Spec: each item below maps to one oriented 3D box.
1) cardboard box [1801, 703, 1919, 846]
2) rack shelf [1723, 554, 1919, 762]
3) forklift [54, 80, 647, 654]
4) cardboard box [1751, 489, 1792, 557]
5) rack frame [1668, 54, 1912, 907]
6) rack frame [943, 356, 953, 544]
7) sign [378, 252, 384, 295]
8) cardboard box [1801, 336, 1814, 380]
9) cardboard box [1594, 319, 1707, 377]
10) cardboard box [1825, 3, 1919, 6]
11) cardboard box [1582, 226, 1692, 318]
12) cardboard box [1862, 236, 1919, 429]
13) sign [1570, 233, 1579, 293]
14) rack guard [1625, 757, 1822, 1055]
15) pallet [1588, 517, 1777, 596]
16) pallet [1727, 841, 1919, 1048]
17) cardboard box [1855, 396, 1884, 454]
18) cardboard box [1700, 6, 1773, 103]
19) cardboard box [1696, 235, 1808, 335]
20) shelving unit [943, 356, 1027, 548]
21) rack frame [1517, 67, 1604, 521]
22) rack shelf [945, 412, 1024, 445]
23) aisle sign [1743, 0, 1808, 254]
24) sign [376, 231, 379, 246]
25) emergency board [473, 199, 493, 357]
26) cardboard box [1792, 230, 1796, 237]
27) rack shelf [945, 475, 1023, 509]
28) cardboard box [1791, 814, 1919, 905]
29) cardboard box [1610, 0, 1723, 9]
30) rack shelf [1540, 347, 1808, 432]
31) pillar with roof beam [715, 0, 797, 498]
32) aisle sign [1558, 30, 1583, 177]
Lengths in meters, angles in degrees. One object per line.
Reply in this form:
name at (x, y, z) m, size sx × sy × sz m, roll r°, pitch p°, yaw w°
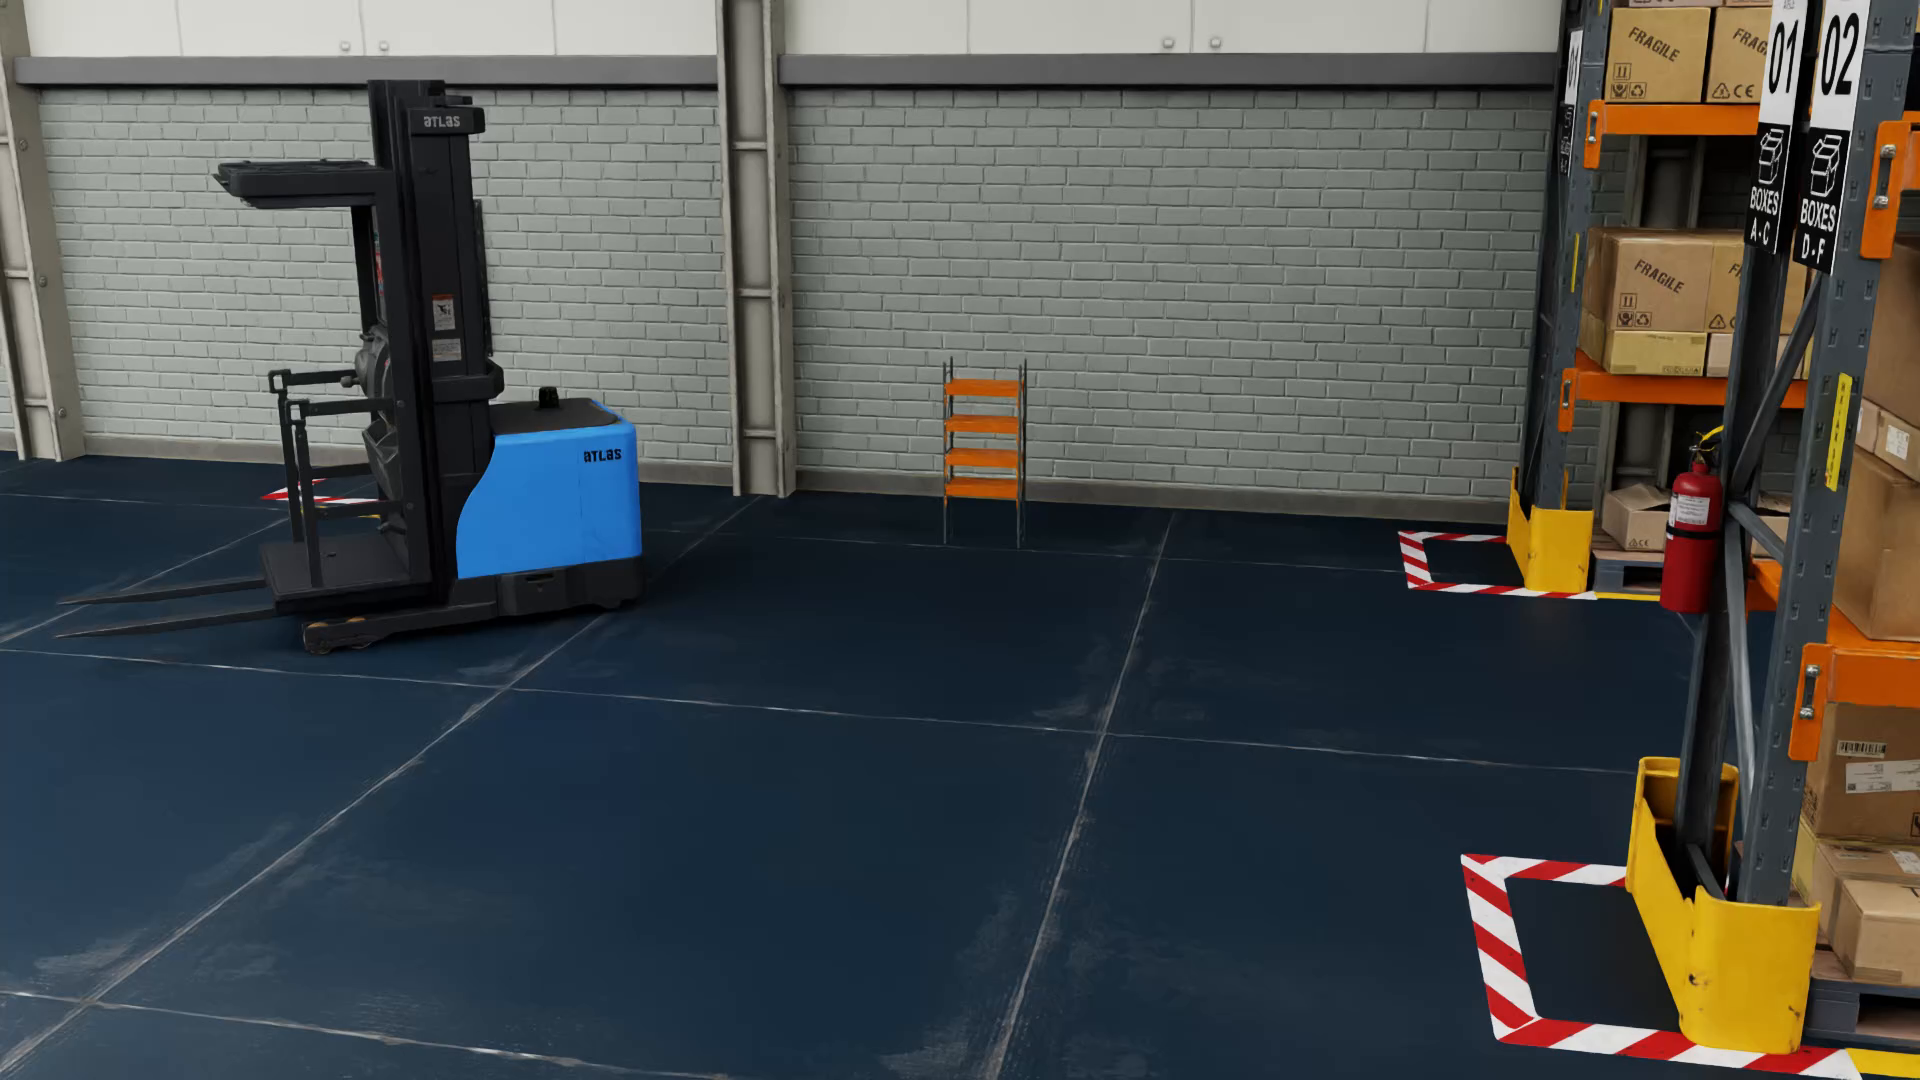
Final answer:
cardboard box at (3.187, 0.717, 5.746) m, size 0.500 × 0.500 × 0.500 m, roll 3°, pitch 16°, yaw 11°
rack shelf at (4.562, 0.458, 5.069) m, size 4.000 × 0.370 × 1.077 m, roll 3°, pitch 16°, yaw 11°
forklift at (-3.365, -0.968, 8.997) m, size 3.031 × 2.935 × 1.130 m, roll -8°, pitch 17°, yaw -25°
cardboard box at (4.805, -0.117, 10.009) m, size 0.500 × 0.311 × 0.500 m, roll 4°, pitch 16°, yaw 16°
rack frame at (2.602, 0.004, 5.357) m, size 0.127 × 3.000 × 1.000 m, roll 3°, pitch 16°, yaw 11°
rack frame at (-0.077, -0.582, 10.847) m, size 0.015 × 1.200 × 0.240 m, roll 3°, pitch 16°, yaw 11°
sign at (-4.371, -2.015, 12.580) m, size 0.234 × 0.329 × 0.001 m, roll 3°, pitch 16°, yaw 11°
cardboard box at (5.010, -1.067, 9.470) m, size 0.500 × 0.250 × 0.500 m, roll 3°, pitch 16°, yaw 10°
cardboard box at (4.001, -1.120, 9.659) m, size 0.500 × 0.250 × 0.500 m, roll 3°, pitch 16°, yaw 9°
cardboard box at (4.901, -3.129, 8.950) m, size 0.500 × 0.500 × 0.500 m, roll 4°, pitch 16°, yaw 13°
cardboard box at (4.090, -1.621, 10.063) m, size 0.500 × 0.500 × 0.500 m, roll 3°, pitch 16°, yaw 10°
cardboard box at (3.109, -0.638, 5.058) m, size 0.500 × 0.500 × 0.700 m, roll 3°, pitch 16°, yaw 11°
sign at (3.478, -1.567, 9.408) m, size 0.005 × 0.325 × 0.100 m, roll 3°, pitch 16°, yaw 11°
rack guard at (2.579, 1.208, 5.695) m, size 0.348 × 0.500 × 1.175 m, roll 3°, pitch 16°, yaw 11°
pallet at (4.449, 0.109, 10.204) m, size 1.213 × 0.211 × 1.003 m, roll 3°, pitch 16°, yaw 11°
pallet at (3.360, 1.378, 5.622) m, size 1.213 × 0.211 × 1.003 m, roll 3°, pitch 16°, yaw 11°
cardboard box at (3.015, -0.386, 5.363) m, size 0.250 × 0.149 × 0.380 m, roll 3°, pitch 16°, yaw 10°
cardboard box at (4.383, -2.674, 9.182) m, size 0.500 × 0.500 × 0.500 m, roll 4°, pitch 16°, yaw 15°
cardboard box at (4.476, -1.457, 9.473) m, size 0.500 × 0.500 × 0.500 m, roll 3°, pitch 16°, yaw 11°
shelving unit at (0.162, -0.569, 10.800) m, size 0.503 × 1.200 × 0.258 m, roll 3°, pitch 16°, yaw 11°
rack frame at (3.586, -1.292, 10.036) m, size 0.127 × 3.000 × 1.000 m, roll 3°, pitch 16°, yaw 11°
rack shelf at (0.162, -0.720, 10.758) m, size 0.480 × 0.148 × 0.258 m, roll 3°, pitch 16°, yaw 11°
aisle sign at (2.596, -1.329, 5.300) m, size 0.004 × 0.787 × 0.394 m, roll 3°, pitch 16°, yaw 11°
sign at (-4.368, -2.268, 12.500) m, size 0.331 × 0.109 × 0.001 m, roll 3°, pitch 16°, yaw 11°
emergency board at (-3.850, -1.941, 12.381) m, size 0.643 × 1.169 × 0.194 m, roll 3°, pitch 16°, yaw 11°
cardboard box at (5.089, -1.565, 9.862) m, size 0.500 × 0.500 × 0.500 m, roll 3°, pitch 16°, yaw 10°
rack shelf at (0.162, -0.313, 10.871) m, size 0.480 × 0.148 × 0.258 m, roll 3°, pitch 16°, yaw 11°
cardboard box at (3.187, 1.078, 5.844) m, size 0.500 × 0.250 × 0.500 m, roll 3°, pitch 16°, yaw 11°
cardboard box at (3.915, -3.193, 9.183) m, size 0.500 × 0.500 × 0.500 m, roll 2°, pitch 16°, yaw 7°
rack shelf at (5.546, -0.838, 9.748) m, size 4.000 × 0.370 × 1.077 m, roll 3°, pitch 16°, yaw 11°
pillar with roof beam at (-2.293, -3.565, 7.004) m, size 0.400 × 9.000 × 9.100 m, roll 3°, pitch 16°, yaw 11°
aisle sign at (3.455, -2.470, 9.419) m, size 0.004 × 0.787 × 0.394 m, roll 3°, pitch 16°, yaw 11°
